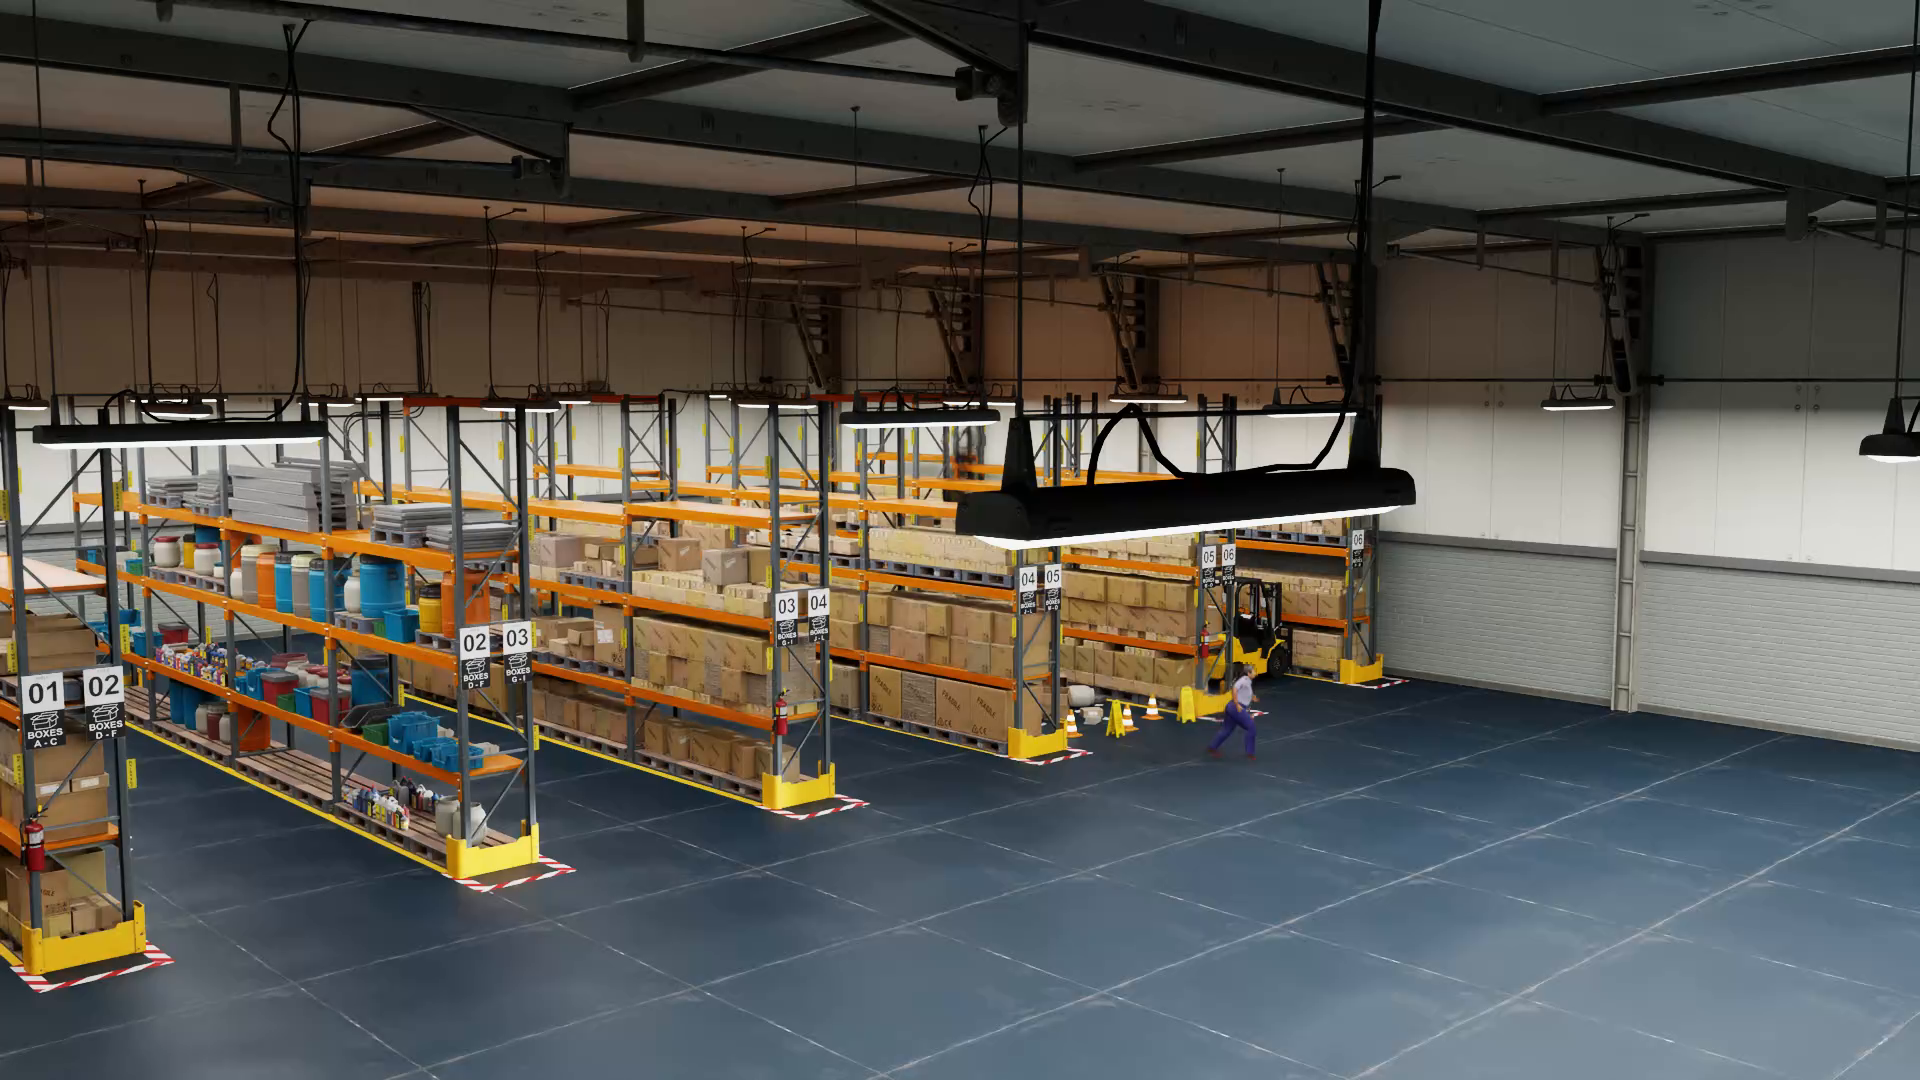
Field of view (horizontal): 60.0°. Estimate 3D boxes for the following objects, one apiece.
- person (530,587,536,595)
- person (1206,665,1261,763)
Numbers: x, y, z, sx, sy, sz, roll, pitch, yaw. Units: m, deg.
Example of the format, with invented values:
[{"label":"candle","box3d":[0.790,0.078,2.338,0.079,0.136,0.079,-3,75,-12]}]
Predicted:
[{"label":"person","box3d":[-10.464,1.670,40.391,0.546,1.530,0.511,2,6,18]},{"label":"person","box3d":[4.556,2.891,27.573,0.876,1.638,0.600,0,6,1]}]
